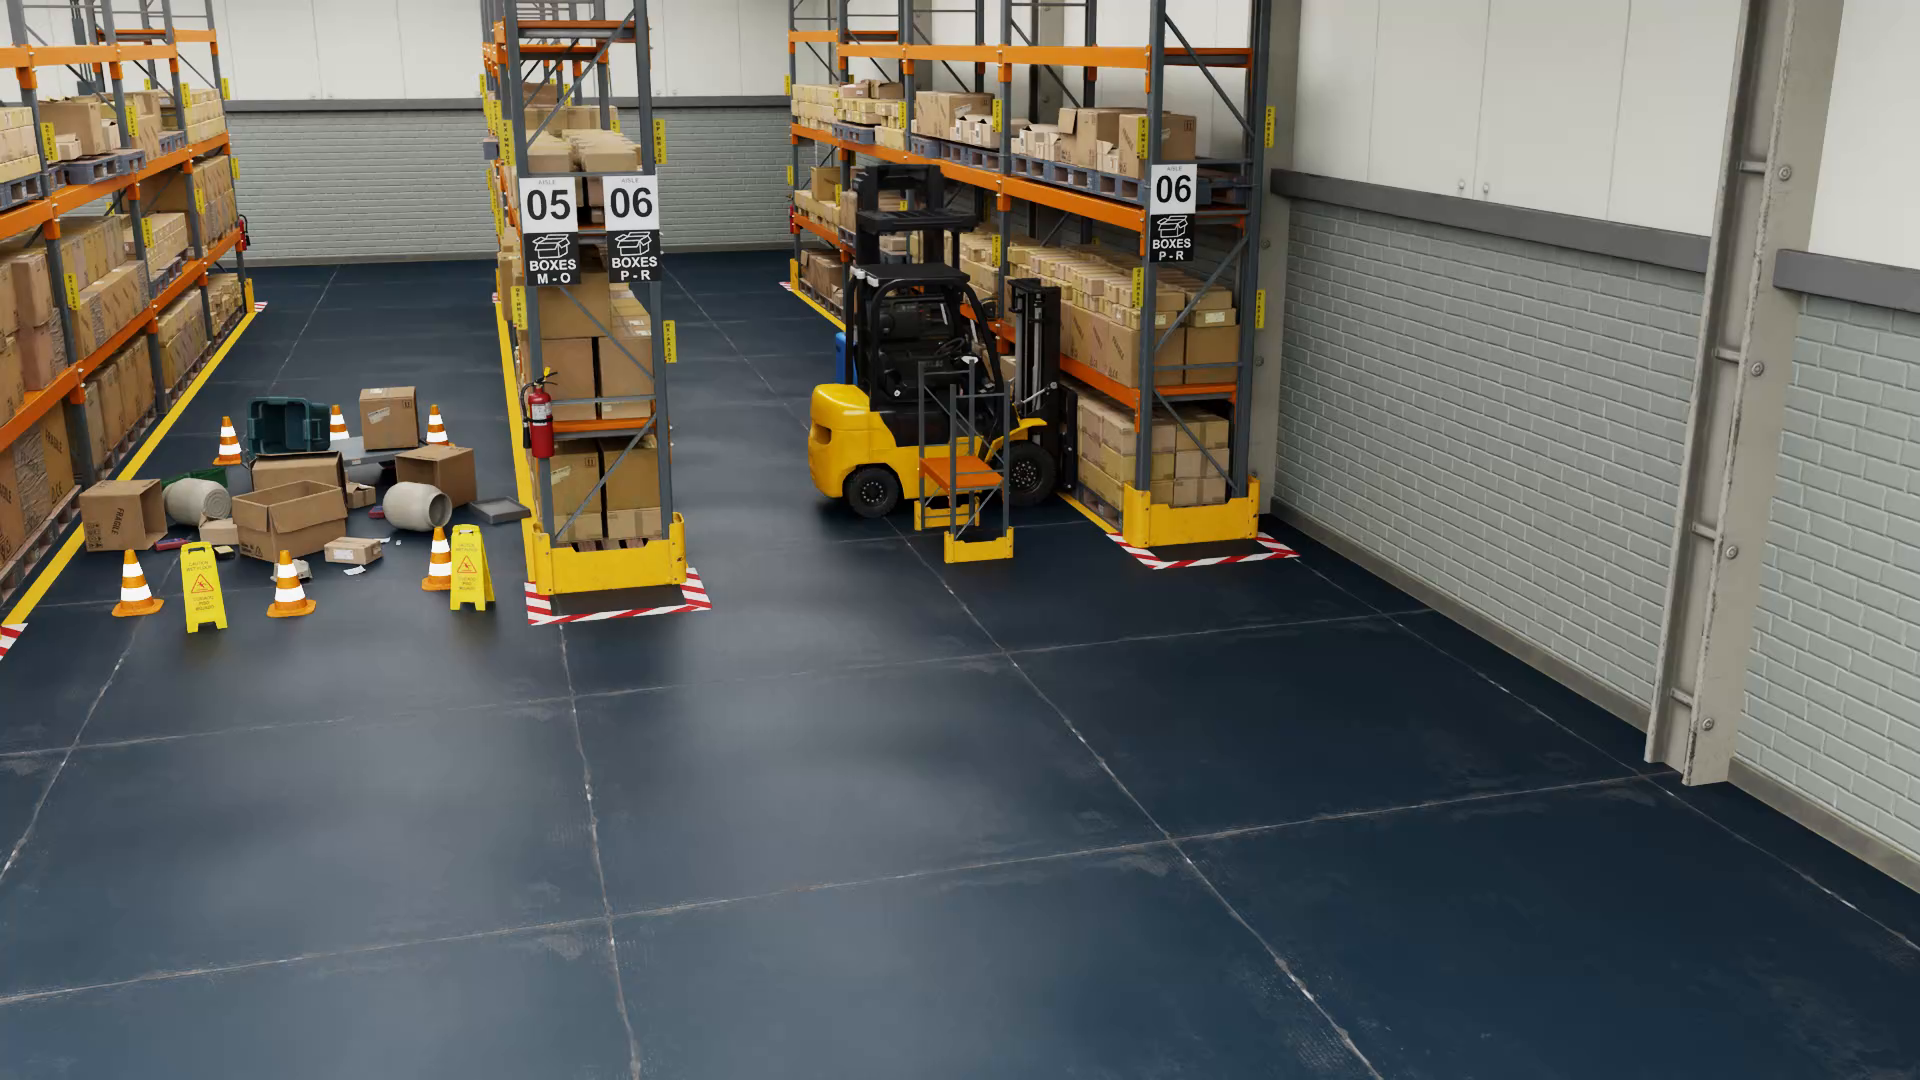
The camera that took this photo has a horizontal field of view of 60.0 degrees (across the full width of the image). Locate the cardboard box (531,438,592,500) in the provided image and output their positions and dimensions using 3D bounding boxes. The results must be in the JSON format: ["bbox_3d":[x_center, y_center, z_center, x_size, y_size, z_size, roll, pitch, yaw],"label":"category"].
[{"bbox_3d":[-3.384,-0.661,14.184,0.500,0.500,0.500,-4,17,-13],"label":"cardboard box"}]

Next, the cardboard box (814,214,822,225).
[{"bbox_3d":[-2.168,-5.227,27.076,0.380,0.149,0.250,-4,17,-14],"label":"cardboard box"}]

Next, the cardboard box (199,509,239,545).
[{"bbox_3d":[-6.355,-0.120,14.390,0.396,0.266,0.258,-2,17,-6],"label":"cardboard box"}]

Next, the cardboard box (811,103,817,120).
[{"bbox_3d":[-2.081,-6.832,26.510,0.500,0.250,0.500,-5,17,-16],"label":"cardboard box"}]

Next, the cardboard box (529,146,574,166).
[{"bbox_3d":[-3.286,-3.058,13.256,0.380,0.149,0.250,-5,17,-15],"label":"cardboard box"}]

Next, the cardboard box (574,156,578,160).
[{"bbox_3d":[-3.066,-3.164,14.301,0.500,0.250,0.500,-4,17,-14],"label":"cardboard box"}]

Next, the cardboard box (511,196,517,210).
[{"bbox_3d":[-3.599,-2.886,14.070,0.380,0.149,0.250,-5,17,-16],"label":"cardboard box"}]

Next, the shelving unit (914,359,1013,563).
[{"bbox_3d":[0.021,-0.697,14.166,0.587,1.500,1.083,-5,17,-15],"label":"shelving unit"}]

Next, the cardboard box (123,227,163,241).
[{"bbox_3d":[-10.001,-3.738,20.355,0.380,0.149,0.250,-4,17,-14],"label":"cardboard box"}]

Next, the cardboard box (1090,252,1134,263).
[{"bbox_3d":[1.527,-2.800,16.740,0.380,0.149,0.250,-5,17,-16],"label":"cardboard box"}]

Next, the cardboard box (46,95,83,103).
[{"bbox_3d":[-10.213,-4.949,18.995,0.396,0.266,0.258,-5,17,-15],"label":"cardboard box"}]

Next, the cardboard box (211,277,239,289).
[{"bbox_3d":[-11.299,-3.937,25.537,0.380,0.149,0.250,-5,17,-16],"label":"cardboard box"}]

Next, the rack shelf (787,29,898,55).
[{"bbox_3d":[-1.843,-7.865,26.250,1.077,0.370,4.000,-5,17,-15],"label":"rack shelf"}]

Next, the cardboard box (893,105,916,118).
[{"bbox_3d":[-0.665,-5.599,21.714,0.380,0.149,0.250,-5,18,-17],"label":"cardboard box"}]

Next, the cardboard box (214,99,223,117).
[{"bbox_3d":[-11.524,-6.576,25.306,0.500,0.250,0.500,-5,18,-17],"label":"cardboard box"}]

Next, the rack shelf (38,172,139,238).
[{"bbox_3d":[-9.147,-3.405,16.609,1.077,0.370,4.000,-5,17,-15],"label":"rack shelf"}]

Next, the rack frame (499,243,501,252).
[{"bbox_3d":[-7.164,-5.498,27.541,1.000,3.000,0.127,-5,17,-15],"label":"rack frame"}]

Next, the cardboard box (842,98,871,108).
[{"bbox_3d":[-1.491,-6.307,24.038,0.380,0.149,0.250,-4,17,-14],"label":"cardboard box"}]

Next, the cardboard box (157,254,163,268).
[{"bbox_3d":[-9.925,-3.383,20.208,0.380,0.149,0.250,-4,17,-13],"label":"cardboard box"}]

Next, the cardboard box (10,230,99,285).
[{"bbox_3d":[-9.159,-2.845,16.797,0.700,0.500,0.500,-5,17,-16],"label":"cardboard box"}]

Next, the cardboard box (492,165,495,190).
[{"bbox_3d":[-7.008,-5.585,25.920,0.500,0.500,0.500,-5,17,-16],"label":"cardboard box"}]

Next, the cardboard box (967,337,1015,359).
[{"bbox_3d":[0.545,-1.995,19.276,0.875,0.625,0.625,-5,17,-16],"label":"cardboard box"}]

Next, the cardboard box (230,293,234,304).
[{"bbox_3d":[-11.177,-3.648,25.090,0.380,0.149,0.250,-4,17,-14],"label":"cardboard box"}]

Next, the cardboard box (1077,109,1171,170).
[{"bbox_3d":[1.463,-3.594,14.910,0.700,0.500,0.500,-5,17,-15],"label":"cardboard box"}]

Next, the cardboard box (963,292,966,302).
[{"bbox_3d":[0.265,-2.897,19.145,0.500,0.250,0.500,-5,17,-15],"label":"cardboard box"}]

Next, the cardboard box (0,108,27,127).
[{"bbox_3d":[-8.121,-3.561,14.025,0.380,0.149,0.250,-5,17,-15],"label":"cardboard box"}]

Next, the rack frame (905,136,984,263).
[{"bbox_3d":[-0.194,-3.679,21.484,1.000,3.000,0.127,-5,17,-15],"label":"rack frame"}]

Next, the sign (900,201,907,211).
[{"bbox_3d":[-0.713,-4.150,21.178,0.100,0.325,0.005,-5,17,-15],"label":"sign"}]

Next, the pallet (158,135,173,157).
[{"bbox_3d":[-10.441,-4.853,20.507,1.213,0.211,1.003,-5,17,-15],"label":"pallet"}]

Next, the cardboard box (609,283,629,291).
[{"bbox_3d":[-3.357,-2.124,15.618,0.500,0.500,0.500,-4,17,-13],"label":"cardboard box"}]

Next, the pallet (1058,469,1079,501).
[{"bbox_3d":[1.423,-0.675,16.333,1.003,0.211,1.213,-5,17,-15],"label":"pallet"}]

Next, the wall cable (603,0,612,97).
[{"bbox_3d":[-5.585,-10.209,32.731,2.988,3.039,0.133,-5,17,-15],"label":"wall cable"}]

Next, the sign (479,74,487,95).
[{"bbox_3d":[-7.699,-7.349,26.832,0.100,0.325,0.005,-5,17,-15],"label":"sign"}]

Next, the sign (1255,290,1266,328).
[{"bbox_3d":[2.540,-1.961,14.122,0.100,0.325,0.005,-5,17,-15],"label":"sign"}]

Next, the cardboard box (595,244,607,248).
[{"bbox_3d":[-3.655,-3.039,16.806,0.380,0.149,0.250,-5,17,-15],"label":"cardboard box"}]

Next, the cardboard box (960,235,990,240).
[{"bbox_3d":[0.140,-3.505,19.606,0.380,0.149,0.250,-5,17,-15],"label":"cardboard box"}]

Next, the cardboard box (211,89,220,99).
[{"bbox_3d":[-11.522,-6.805,25.377,0.380,0.149,0.250,-5,17,-16],"label":"cardboard box"}]

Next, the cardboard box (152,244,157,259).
[{"bbox_3d":[-9.860,-3.457,19.936,0.380,0.149,0.250,-5,17,-15],"label":"cardboard box"}]

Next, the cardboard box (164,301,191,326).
[{"bbox_3d":[-10.061,-2.861,21.074,0.500,0.250,0.500,-6,18,-18],"label":"cardboard box"}]

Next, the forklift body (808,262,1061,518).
[{"bbox_3d":[-0.271,-1.440,15.506,2.313,2.155,1.214,-5,17,-15],"label":"forklift body"}]

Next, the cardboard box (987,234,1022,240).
[{"bbox_3d":[0.531,-3.540,19.722,0.380,0.149,0.250,-4,17,-14],"label":"cardboard box"}]

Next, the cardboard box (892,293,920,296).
[{"bbox_3d":[-0.708,-3.259,22.576,0.380,0.149,0.250,-5,18,-17],"label":"cardboard box"}]

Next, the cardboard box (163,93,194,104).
[{"bbox_3d":[-10.928,-6.155,23.214,0.380,0.149,0.250,-5,18,-17],"label":"cardboard box"}]

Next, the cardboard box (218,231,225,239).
[{"bbox_3d":[-11.282,-4.607,25.011,0.380,0.149,0.250,-6,18,-18],"label":"cardboard box"}]

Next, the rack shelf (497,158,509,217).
[{"bbox_3d":[-4.416,-3.824,18.005,1.077,0.370,4.000,-5,17,-15],"label":"rack shelf"}]

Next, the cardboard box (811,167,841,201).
[{"bbox_3d":[-2.114,-5.760,26.852,0.500,0.500,0.500,-4,17,-14],"label":"cardboard box"}]

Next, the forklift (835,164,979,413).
[{"bbox_3d":[-0.456,-2.318,17.074,1.130,2.935,3.031,-5,18,-17],"label":"forklift"}]

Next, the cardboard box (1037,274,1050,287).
[{"bbox_3d":[0.978,-2.534,16.371,0.380,0.149,0.250,-5,17,-16],"label":"cardboard box"}]

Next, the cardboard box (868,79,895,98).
[{"bbox_3d":[-1.143,-6.612,24.331,0.396,0.266,0.258,-5,17,-16],"label":"cardboard box"}]

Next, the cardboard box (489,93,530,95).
[{"bbox_3d":[-5.729,-5.435,21.215,0.500,0.500,0.500,-5,17,-15],"label":"cardboard box"}]

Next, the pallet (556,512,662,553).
[{"bbox_3d":[-2.977,0.015,14.036,1.003,0.211,1.213,-5,17,-15],"label":"pallet"}]

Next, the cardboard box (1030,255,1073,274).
[{"bbox_3d":[0.917,-2.747,16.565,0.380,0.149,0.250,-4,17,-14],"label":"cardboard box"}]

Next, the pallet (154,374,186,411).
[{"bbox_3d":[-9.910,-1.747,19.900,1.003,0.211,1.213,-5,17,-15],"label":"pallet"}]

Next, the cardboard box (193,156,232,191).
[{"bbox_3d":[-11.531,-5.641,25.589,0.500,0.500,0.500,-5,17,-16],"label":"cardboard box"}]

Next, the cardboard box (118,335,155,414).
[{"bbox_3d":[-9.616,-1.814,18.457,1.050,0.750,0.750,-5,17,-16],"label":"cardboard box"}]

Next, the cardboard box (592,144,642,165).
[{"bbox_3d":[-2.760,-3.103,13.404,0.380,0.149,0.250,-5,17,-15],"label":"cardboard box"}]

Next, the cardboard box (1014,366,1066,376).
[{"bbox_3d":[0.867,-1.634,16.991,0.500,0.250,0.500,-5,17,-15],"label":"cardboard box"}]

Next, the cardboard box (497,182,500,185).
[{"bbox_3d":[-6.054,-4.635,22.758,0.500,0.500,0.500,-5,17,-16],"label":"cardboard box"}]
